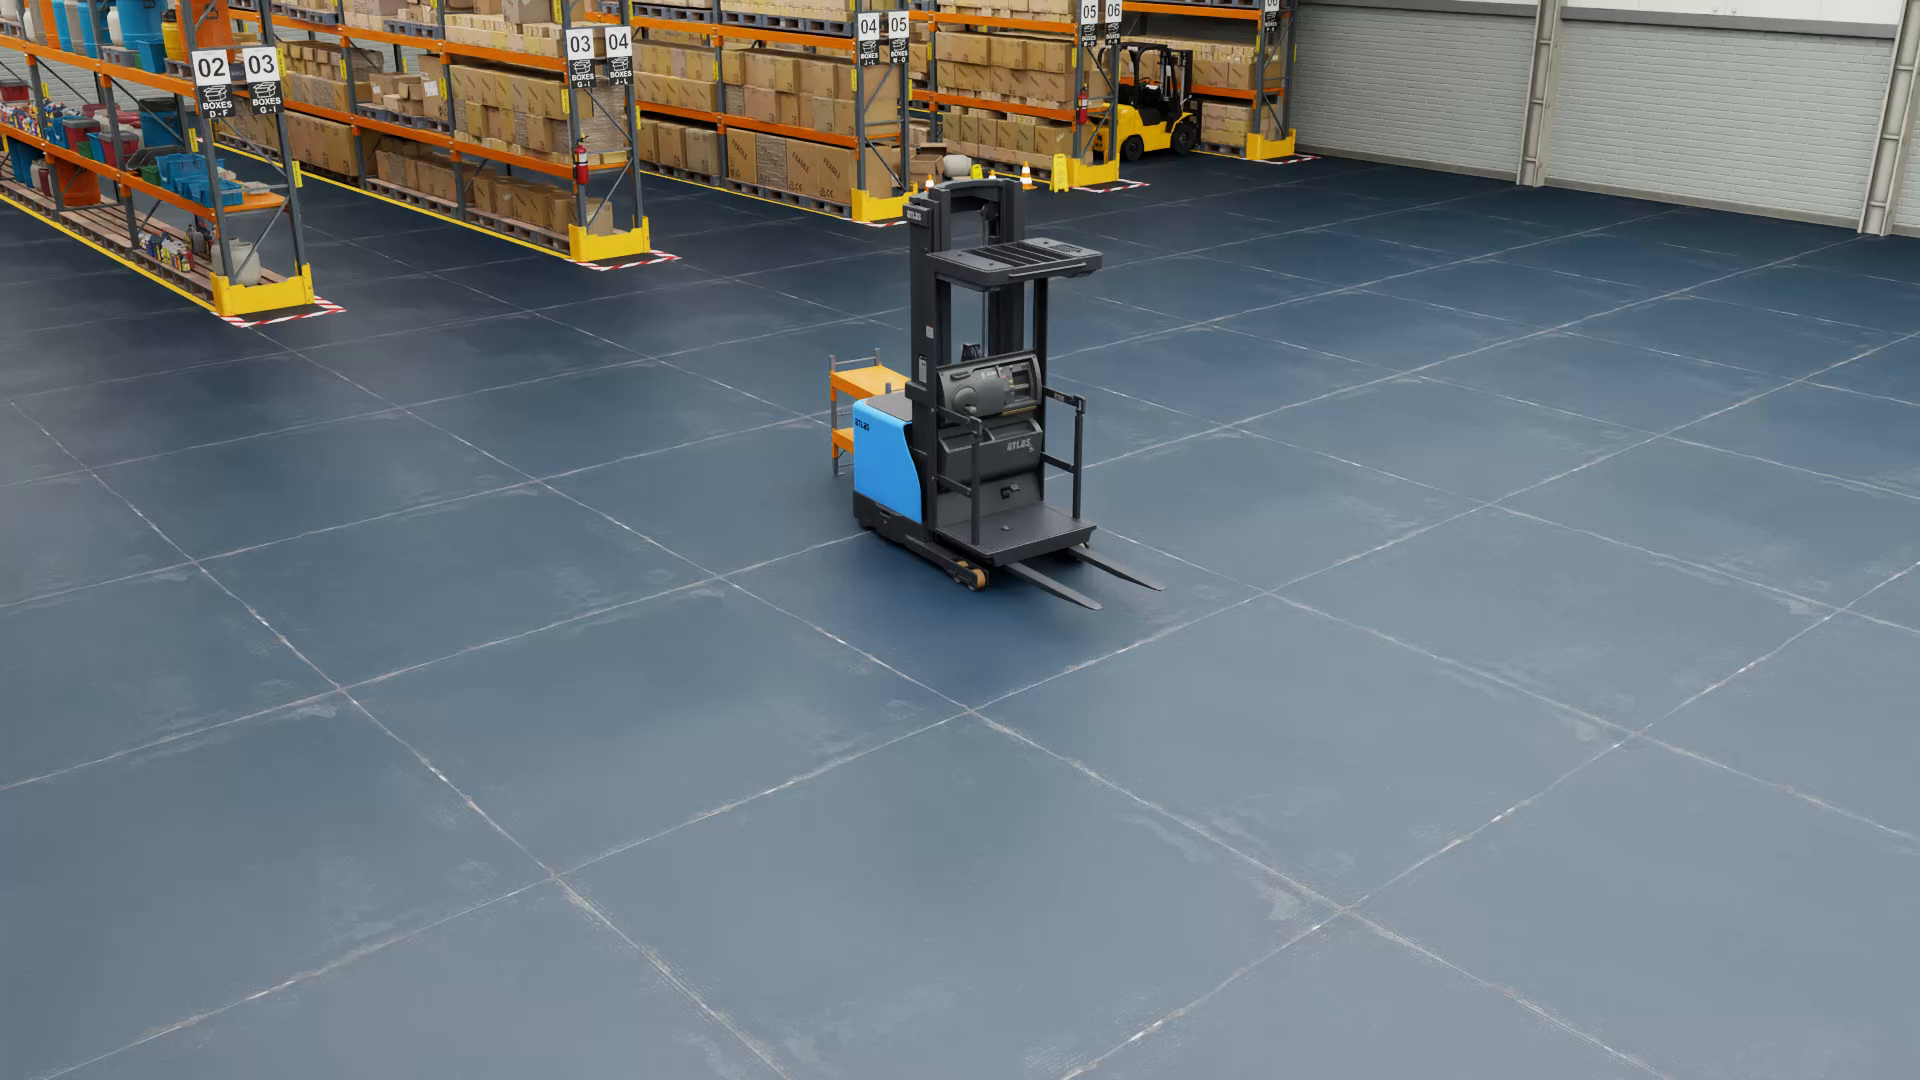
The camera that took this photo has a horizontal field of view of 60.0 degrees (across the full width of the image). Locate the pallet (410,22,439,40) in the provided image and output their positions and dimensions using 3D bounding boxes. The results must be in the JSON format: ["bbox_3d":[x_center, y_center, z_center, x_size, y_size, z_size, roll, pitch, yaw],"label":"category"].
[{"bbox_3d":[-7.998,-8.162,26.580,1.213,0.211,1.003,-17,27,-37],"label":"pallet"}]

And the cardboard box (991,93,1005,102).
[{"bbox_3d":[0.808,-8.317,31.176,0.380,0.149,0.250,-18,27,-38],"label":"cardboard box"}]

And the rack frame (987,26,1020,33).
[{"bbox_3d":[0.978,-11.304,38.457,1.000,3.000,0.127,-17,27,-37],"label":"rack frame"}]

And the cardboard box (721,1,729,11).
[{"bbox_3d":[-3.872,-9.150,28.477,0.380,0.149,0.250,-18,28,-38],"label":"cardboard box"}]

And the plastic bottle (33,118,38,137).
[{"bbox_3d":[-14.777,-6.603,26.614,0.061,0.283,0.133,-17,27,-37],"label":"plastic bottle"}]

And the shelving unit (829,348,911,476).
[{"bbox_3d":[-0.678,-1.004,14.730,0.538,1.125,1.048,-13,25,-29],"label":"shelving unit"}]

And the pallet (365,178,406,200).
[{"bbox_3d":[-9.778,-6.247,29.371,1.003,0.211,1.213,-17,27,-37],"label":"pallet"}]

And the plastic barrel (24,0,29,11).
[{"bbox_3d":[-14.408,-8.533,26.105,0.600,0.830,0.708,-17,27,-37],"label":"plastic barrel"}]

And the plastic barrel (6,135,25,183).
[{"bbox_3d":[-16.308,-6.752,29.138,0.600,0.901,0.708,-17,27,-37],"label":"plastic barrel"}]

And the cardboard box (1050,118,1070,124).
[{"bbox_3d":[1.765,-7.614,31.202,0.500,0.500,0.500,-19,28,-39],"label":"cardboard box"}]

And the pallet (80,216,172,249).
[{"bbox_3d":[-12.771,-4.724,25.483,1.003,0.211,1.213,-17,27,-37],"label":"pallet"}]

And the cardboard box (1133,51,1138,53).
[{"bbox_3d":[3.769,-10.325,34.933,0.380,0.149,0.250,-17,27,-36],"label":"cardboard box"}]

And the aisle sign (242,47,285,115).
[{"bbox_3d":[-8.548,-5.633,20.414,0.394,0.787,0.004,-17,27,-37],"label":"aisle sign"}]

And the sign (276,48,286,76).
[{"bbox_3d":[-8.398,-5.903,20.544,0.100,0.325,0.005,-17,27,-37],"label":"sign"}]

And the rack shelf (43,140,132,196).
[{"bbox_3d":[-12.734,-5.695,25.125,1.077,0.370,4.000,-17,27,-37],"label":"rack shelf"}]

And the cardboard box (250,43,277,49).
[{"bbox_3d":[-13.401,-9.348,32.234,0.500,0.500,0.500,-16,27,-36],"label":"cardboard box"}]

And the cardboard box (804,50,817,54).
[{"bbox_3d":[-3.288,-10.357,35.561,0.500,0.250,0.500,-18,27,-38],"label":"cardboard box"}]

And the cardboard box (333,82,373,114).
[{"bbox_3d":[-10.797,-7.886,29.594,0.500,0.500,0.500,-16,27,-36],"label":"cardboard box"}]

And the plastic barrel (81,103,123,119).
[{"bbox_3d":[-13.507,-6.590,26.236,0.600,0.536,0.708,-17,27,-37],"label":"plastic barrel"}]

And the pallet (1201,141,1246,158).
[{"bbox_3d":[5.670,-7.996,33.837,1.003,0.211,1.213,-17,27,-37],"label":"pallet"}]

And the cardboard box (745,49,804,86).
[{"bbox_3d":[-3.191,-8.148,28.714,0.875,0.550,0.550,-17,27,-37],"label":"cardboard box"}]

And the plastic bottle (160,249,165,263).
[{"bbox_3d":[-10.925,-3.922,22.844,0.097,0.201,0.097,0,21,0],"label":"plastic bottle"}]

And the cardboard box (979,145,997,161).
[{"bbox_3d":[0.717,-7.413,31.719,0.500,0.250,0.500,-18,28,-38],"label":"cardboard box"}]

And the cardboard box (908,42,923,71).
[{"bbox_3d":[-0.968,-9.606,33.003,0.500,0.500,0.500,-17,27,-37],"label":"cardboard box"}]

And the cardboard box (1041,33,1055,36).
[{"bbox_3d":[2.047,-11.337,37.516,0.380,0.149,0.250,-18,27,-38],"label":"cardboard box"}]

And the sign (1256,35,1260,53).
[{"bbox_3d":[5.780,-9.618,32.240,0.100,0.325,0.005,-17,27,-37],"label":"sign"}]

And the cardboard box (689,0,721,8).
[{"bbox_3d":[-4.435,-9.536,29.323,0.500,0.250,0.500,-17,27,-37],"label":"cardboard box"}]

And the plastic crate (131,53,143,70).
[{"bbox_3d":[-10.605,-6.275,21.796,0.336,0.188,0.450,-17,27,-37],"label":"plastic crate"}]

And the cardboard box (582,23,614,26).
[{"bbox_3d":[-5.165,-7.290,23.755,0.380,0.149,0.250,-17,27,-36],"label":"cardboard box"}]

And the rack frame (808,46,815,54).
[{"bbox_3d":[-2.779,-10.121,35.438,1.000,3.000,0.127,-17,27,-37],"label":"rack frame"}]

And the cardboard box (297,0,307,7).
[{"bbox_3d":[-11.637,-9.962,30.200,0.797,0.503,0.637,-18,28,-38],"label":"cardboard box"}]

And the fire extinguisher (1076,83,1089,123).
[{"bbox_3d":[2.168,-7.733,29.448,0.296,0.674,0.183,-17,27,-37],"label":"fire extinguisher"}]

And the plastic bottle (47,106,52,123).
[{"bbox_3d":[-15.424,-7.220,28.207,0.097,0.271,0.097,0,21,0],"label":"plastic bottle"}]

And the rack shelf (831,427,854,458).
[{"bbox_3d":[-0.678,-0.776,14.820,0.538,0.278,1.000,-13,25,-29],"label":"rack shelf"}]

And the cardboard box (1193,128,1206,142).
[{"bbox_3d":[5.017,-8.343,34.093,0.500,0.250,0.500,-17,27,-37],"label":"cardboard box"}]

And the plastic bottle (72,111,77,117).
[{"bbox_3d":[-14.671,-6.986,27.611,0.097,0.271,0.097,0,21,0],"label":"plastic bottle"}]

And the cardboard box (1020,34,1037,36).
[{"bbox_3d":[1.506,-11.287,37.387,0.380,0.149,0.250,-17,27,-37],"label":"cardboard box"}]

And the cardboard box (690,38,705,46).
[{"bbox_3d":[-5.887,-11.340,38.413,0.500,0.500,0.500,-17,27,-37],"label":"cardboard box"}]

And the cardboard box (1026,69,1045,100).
[{"bbox_3d":[1.556,-8.320,30.294,0.500,0.500,0.500,-17,27,-37],"label":"cardboard box"}]

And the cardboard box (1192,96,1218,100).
[{"bbox_3d":[5.054,-9.073,34.586,0.500,0.250,0.500,-18,28,-38],"label":"cardboard box"}]

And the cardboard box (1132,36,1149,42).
[{"bbox_3d":[3.825,-10.480,34.921,0.380,0.149,0.250,-17,27,-37],"label":"cardboard box"}]

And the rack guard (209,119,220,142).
[{"bbox_3d":[-15.525,-8.815,35.531,1.175,0.500,0.348,-17,27,-37],"label":"rack guard"}]

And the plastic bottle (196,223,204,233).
[{"bbox_3d":[-10.789,-4.340,23.706,0.144,0.351,0.185,-18,28,-39],"label":"plastic bottle"}]

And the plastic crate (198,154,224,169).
[{"bbox_3d":[-10.500,-5.167,22.994,0.499,0.251,0.616,-17,27,-37],"label":"plastic crate"}]

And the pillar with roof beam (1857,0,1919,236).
[{"bbox_3d":[11.000,-7.954,21.678,9.100,9.000,0.400,-17,27,-37],"label":"pillar with roof beam"}]

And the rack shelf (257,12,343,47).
[{"bbox_3d":[-11.592,-9.376,30.410,1.077,0.370,4.000,-17,27,-37],"label":"rack shelf"}]

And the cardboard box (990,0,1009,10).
[{"bbox_3d":[0.903,-9.874,30.491,0.500,0.250,0.500,-17,27,-37],"label":"cardboard box"}]

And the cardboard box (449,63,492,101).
[{"bbox_3d":[-7.575,-7.123,25.866,0.500,0.500,0.500,-17,27,-37],"label":"cardboard box"}]

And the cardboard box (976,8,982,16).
[{"bbox_3d":[0.523,-9.868,31.024,0.380,0.149,0.250,-19,28,-39],"label":"cardboard box"}]

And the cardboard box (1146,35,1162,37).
[{"bbox_3d":[4.159,-10.590,35.201,0.380,0.149,0.250,-18,28,-39],"label":"cardboard box"}]

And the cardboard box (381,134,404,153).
[{"bbox_3d":[-9.827,-6.974,29.199,0.500,0.250,0.500,-16,27,-35],"label":"cardboard box"}]

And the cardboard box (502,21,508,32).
[{"bbox_3d":[-6.470,-7.515,24.329,0.380,0.149,0.250,-19,28,-40],"label":"cardboard box"}]

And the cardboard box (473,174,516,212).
[{"bbox_3d":[-7.445,-5.568,26.666,0.500,0.500,0.500,-18,28,-39],"label":"cardboard box"}]

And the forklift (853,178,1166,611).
[{"bbox_3d":[0.363,-1.179,12.701,1.130,2.935,3.031,-15,26,-33],"label":"forklift"}]

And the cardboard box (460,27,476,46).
[{"bbox_3d":[-7.227,-7.653,25.230,0.500,0.250,0.500,-18,28,-38],"label":"cardboard box"}]

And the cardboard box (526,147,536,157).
[{"bbox_3d":[-6.236,-5.806,24.765,0.380,0.149,0.250,-17,27,-37],"label":"cardboard box"}]
